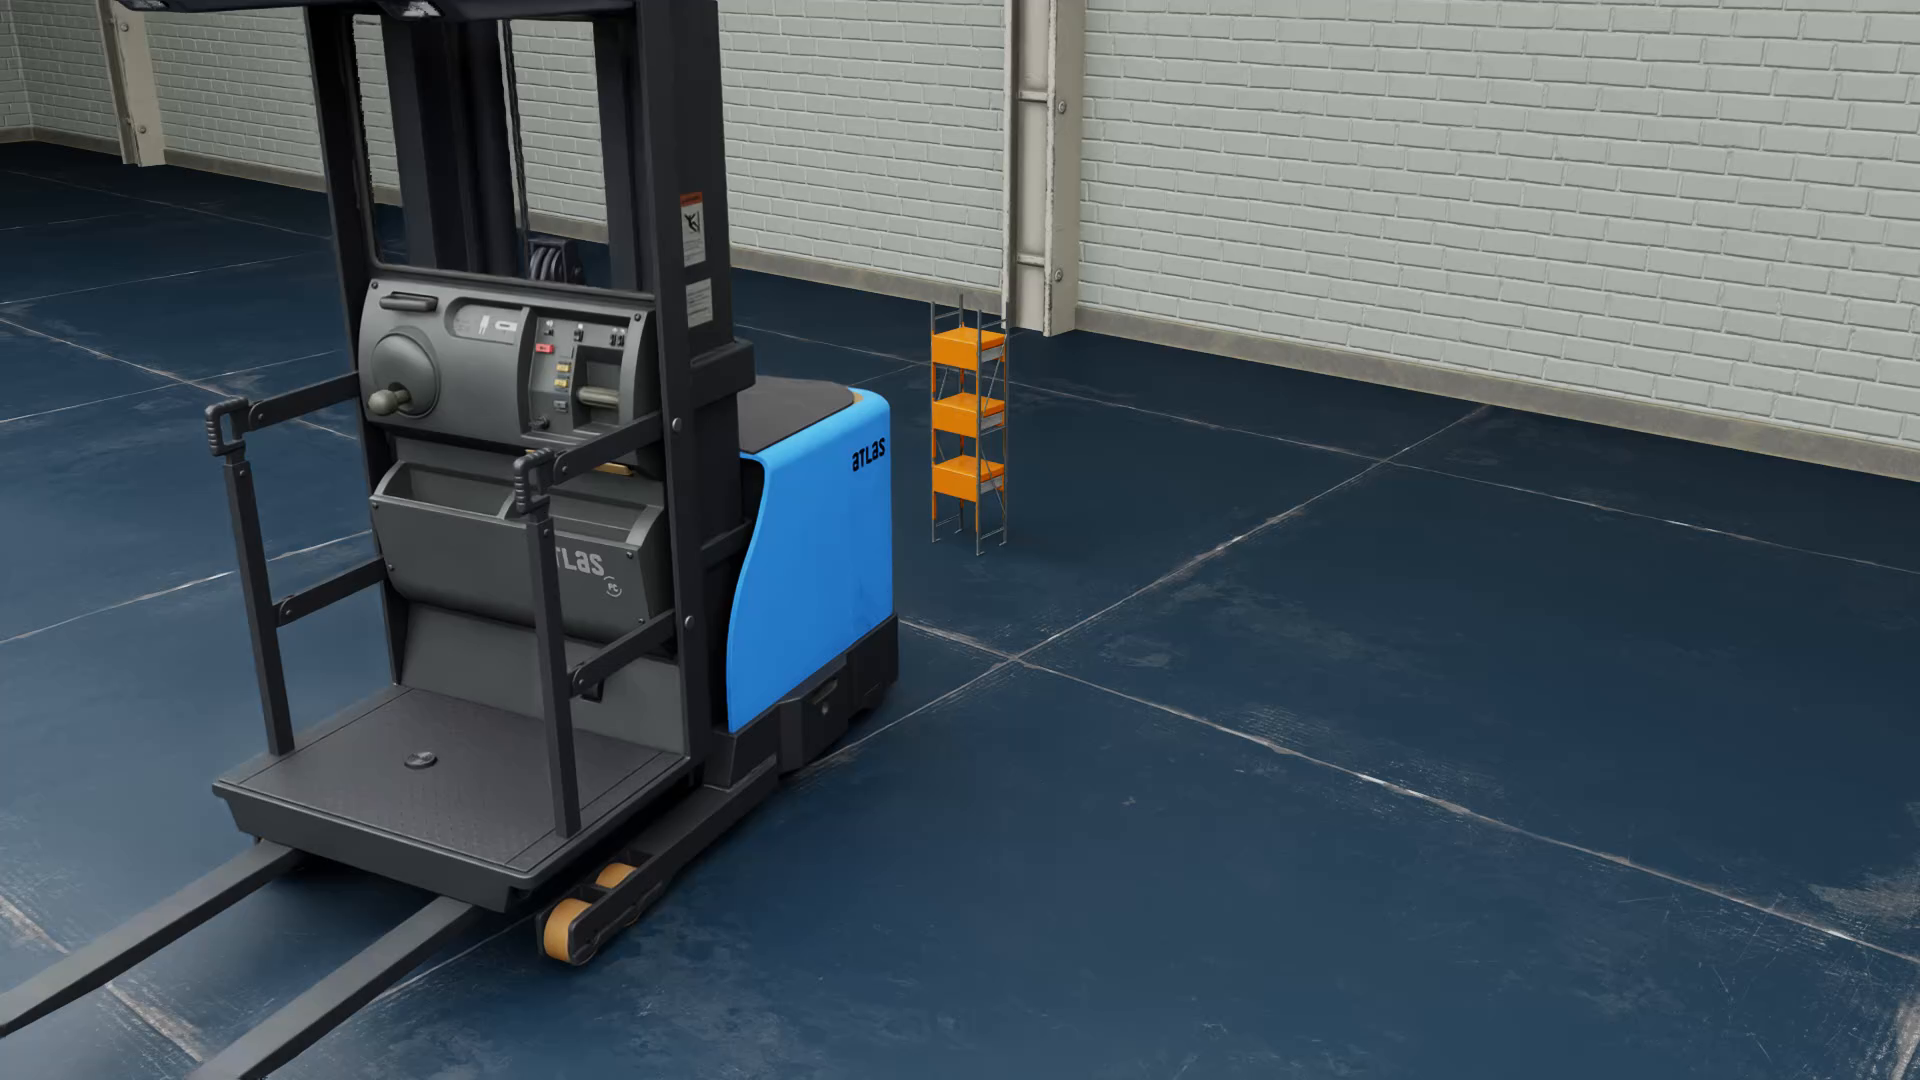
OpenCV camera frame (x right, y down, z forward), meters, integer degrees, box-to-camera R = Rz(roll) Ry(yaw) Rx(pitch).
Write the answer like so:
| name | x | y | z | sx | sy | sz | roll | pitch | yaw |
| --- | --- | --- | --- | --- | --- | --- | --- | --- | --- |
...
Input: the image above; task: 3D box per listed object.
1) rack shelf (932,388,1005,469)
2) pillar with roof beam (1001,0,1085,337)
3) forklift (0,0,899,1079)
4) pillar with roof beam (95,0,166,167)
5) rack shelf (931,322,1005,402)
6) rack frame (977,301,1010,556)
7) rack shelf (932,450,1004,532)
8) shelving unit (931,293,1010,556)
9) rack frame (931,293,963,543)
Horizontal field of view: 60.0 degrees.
| name | x | y | z | sx | sy | sz | roll | pitch | yaw |
| --- | --- | --- | --- | --- | --- | --- | --- | --- | --- |
| rack shelf | 0.041 | -0.469 | 6.955 | 0.240 | 0.259 | 0.215 | 16 | 26 | 36 |
| pillar with roof beam | -2.206 | -4.416 | 6.126 | 0.400 | 9.000 | 9.100 | 16 | 26 | 36 |
| forklift | -1.313 | -0.457 | 4.226 | 1.130 | 2.935 | 3.031 | 10 | 23 | 24 |
| pillar with roof beam | -11.503 | -7.093 | 13.225 | 0.400 | 9.000 | 9.100 | 16 | 26 | 36 |
| rack shelf | 0.041 | -0.735 | 6.855 | 0.240 | 0.259 | 0.215 | 16 | 26 | 36 |
| rack frame | 0.136 | -0.452 | 6.879 | 0.008 | 1.050 | 0.200 | 16 | 26 | 36 |
| rack shelf | 0.041 | -0.209 | 7.053 | 0.240 | 0.259 | 0.215 | 16 | 26 | 36 |
| shelving unit | 0.041 | -0.479 | 6.951 | 0.252 | 1.050 | 0.215 | 16 | 26 | 36 |
| rack frame | -0.053 | -0.507 | 7.023 | 0.008 | 1.050 | 0.200 | 16 | 26 | 36 |
